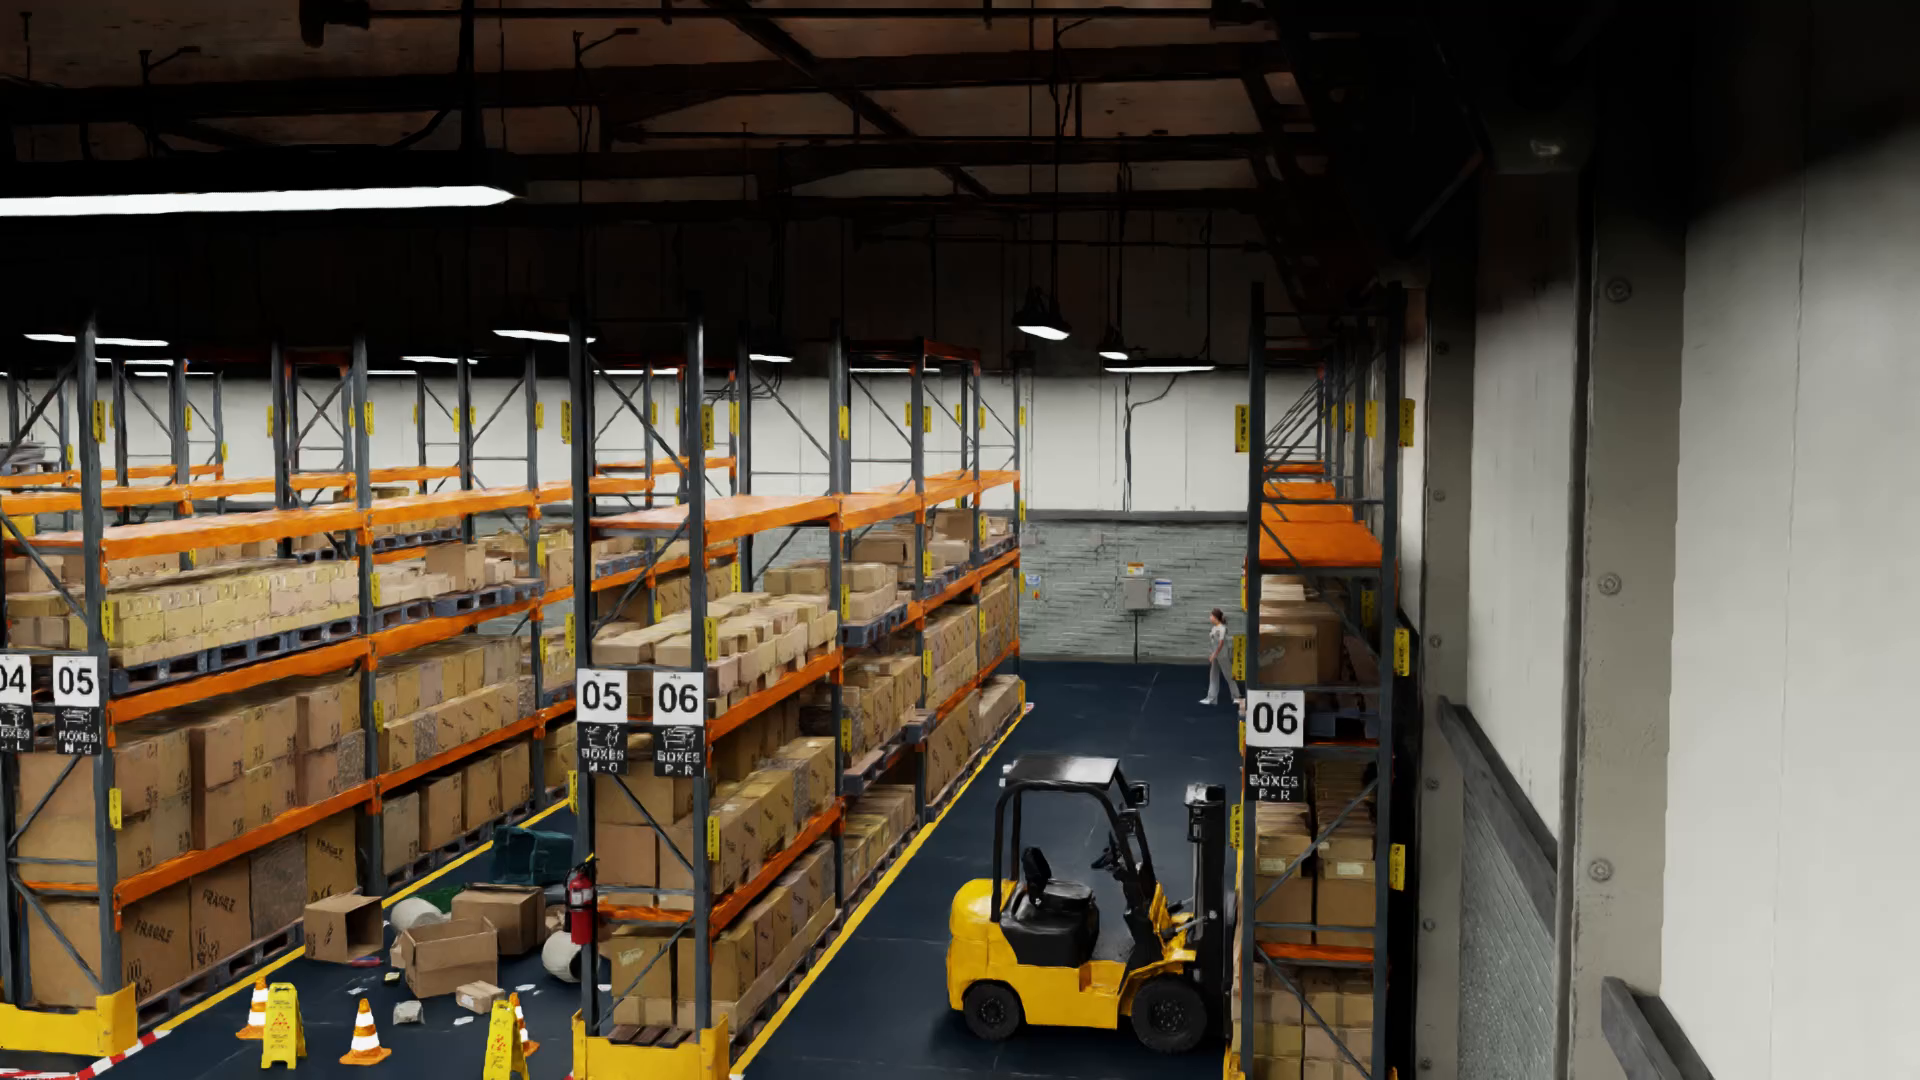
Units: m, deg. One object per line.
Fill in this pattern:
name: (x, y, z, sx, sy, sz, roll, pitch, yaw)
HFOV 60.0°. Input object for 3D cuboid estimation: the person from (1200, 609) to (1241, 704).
person: (4.539, 2.019, 28.847, 0.701, 1.664, 0.485, -1, 5, -16)
